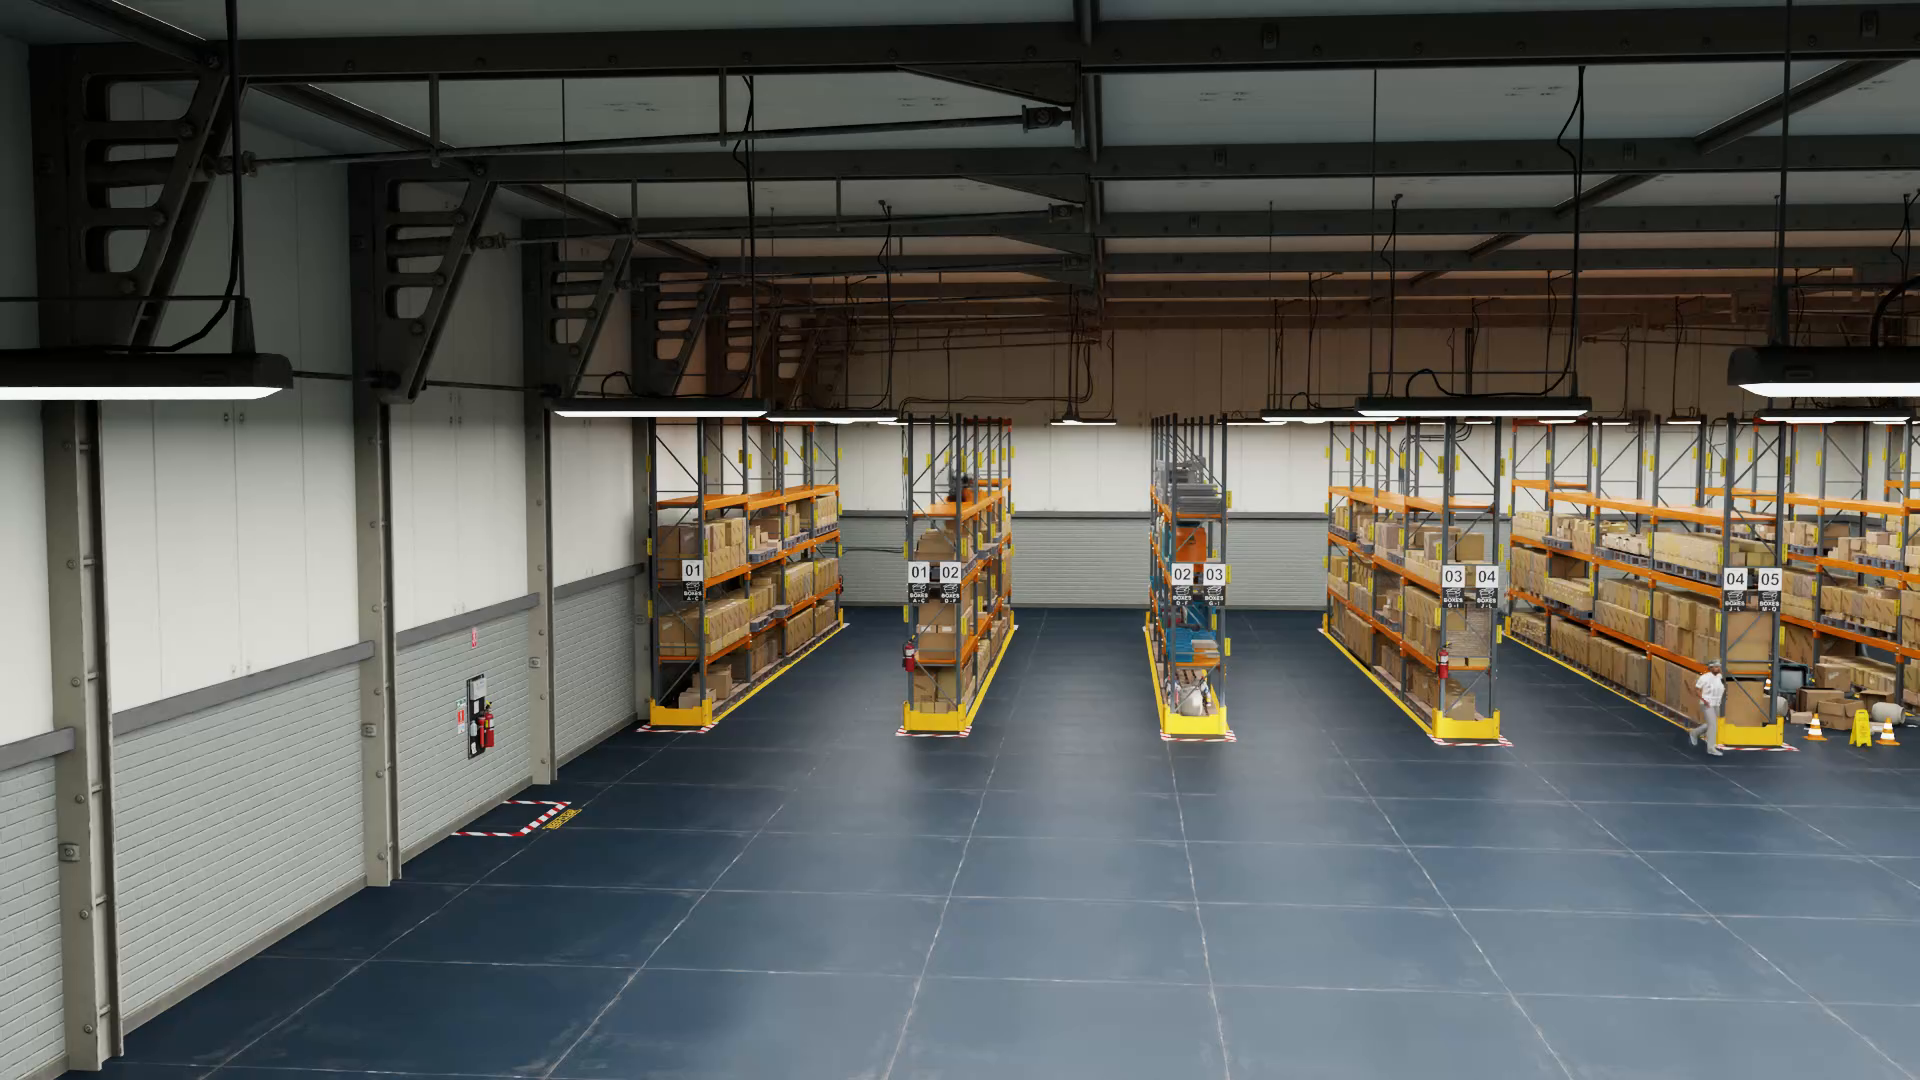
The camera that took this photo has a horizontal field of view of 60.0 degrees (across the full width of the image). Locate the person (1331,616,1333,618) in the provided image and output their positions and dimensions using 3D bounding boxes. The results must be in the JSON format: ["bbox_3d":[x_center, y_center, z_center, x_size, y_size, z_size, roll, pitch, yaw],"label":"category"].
[{"bbox_3d":[11.048,1.659,47.729,0.916,1.697,0.630,2,4,24],"label":"person"}]

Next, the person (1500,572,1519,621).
[{"bbox_3d":[15.636,1.690,47.263,0.503,1.728,0.731,0,4,4],"label":"person"}]

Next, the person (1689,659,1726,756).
[{"bbox_3d":[13.196,2.907,29.306,0.577,1.680,0.760,-2,4,-23],"label":"person"}]

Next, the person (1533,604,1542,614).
[{"bbox_3d":[16.516,1.779,47.204,0.583,1.572,0.531,0,4,4],"label":"person"}]

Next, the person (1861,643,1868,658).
[{"bbox_3d":[21.689,2.129,40.001,0.679,1.797,0.903,0,4,0],"label":"person"}]
